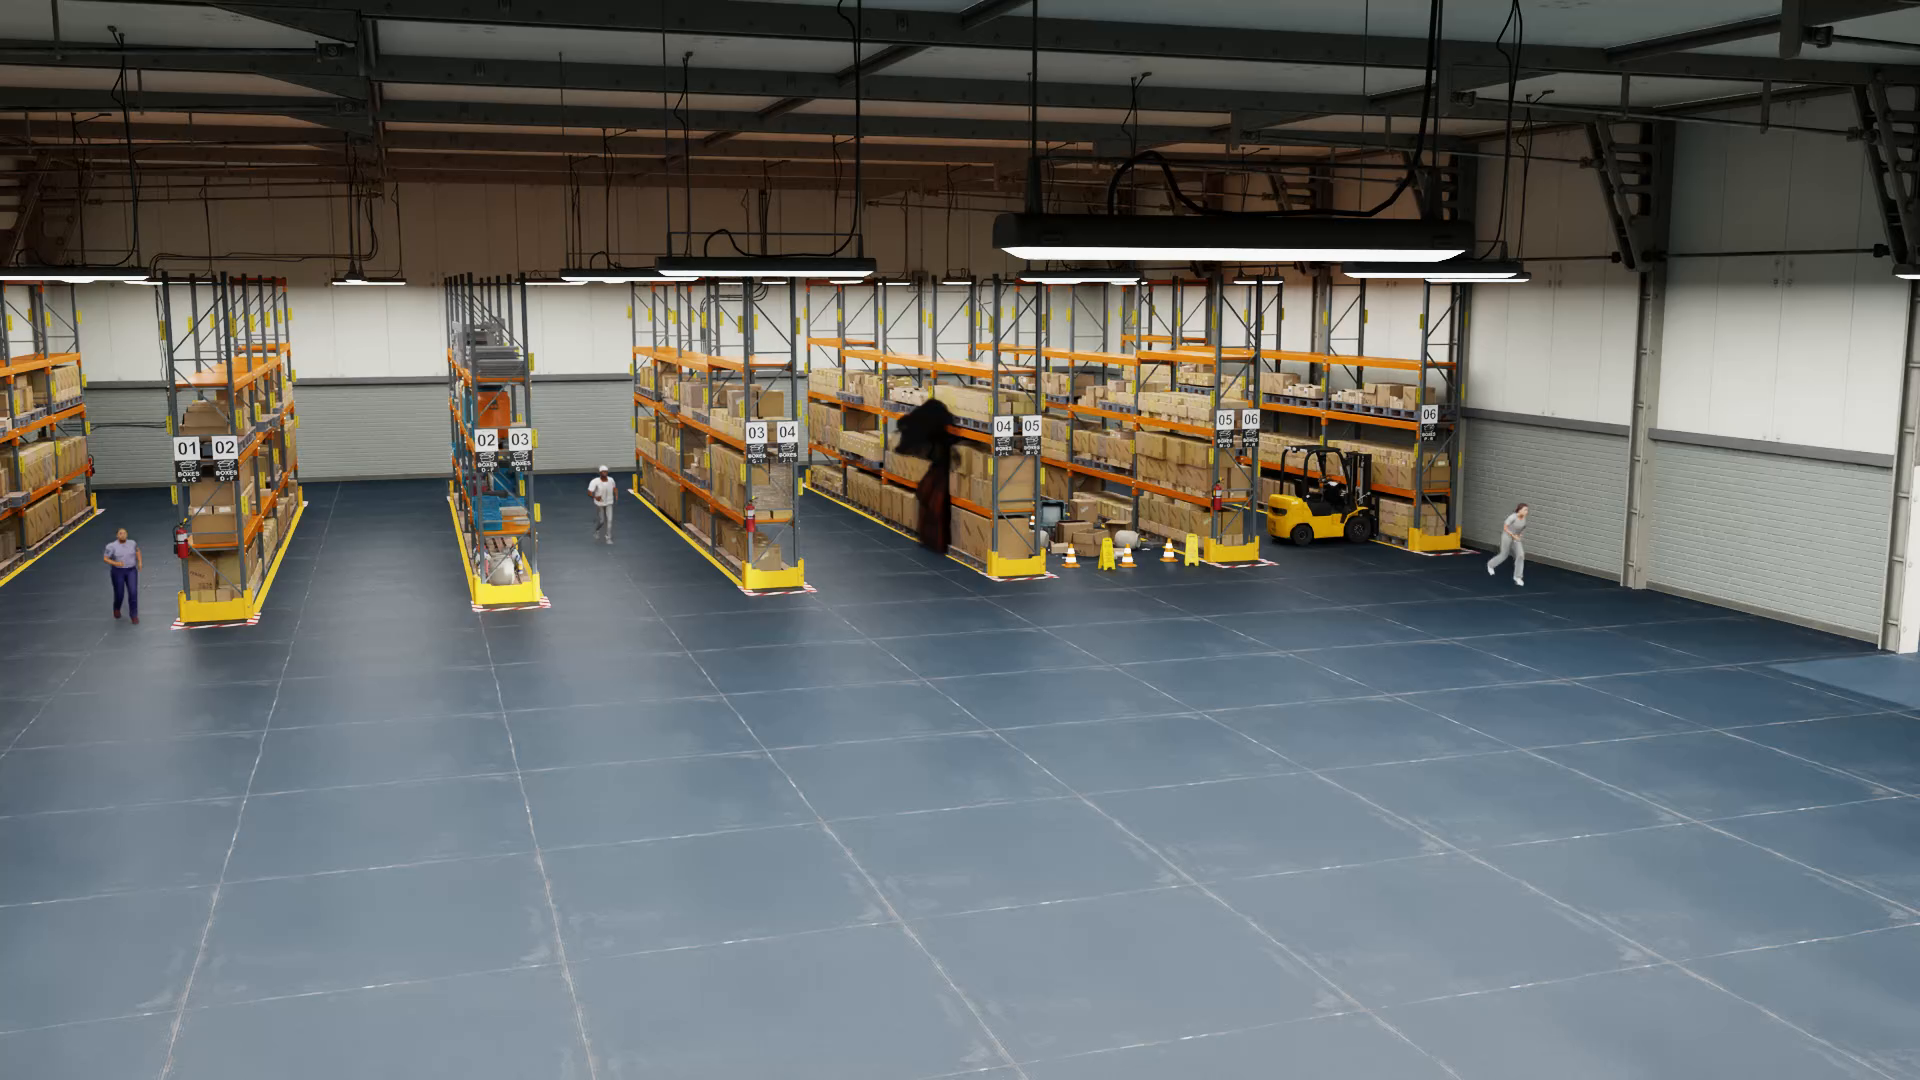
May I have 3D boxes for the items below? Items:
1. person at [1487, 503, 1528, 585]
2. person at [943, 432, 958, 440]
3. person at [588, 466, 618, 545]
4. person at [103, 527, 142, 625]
[{"bbox_3d":[10.779,0.033,32.707,0.600,1.624,1.004,-5,10,-31],"label":"person"},{"bbox_3d":[-0.268,-3.006,52.284,0.717,1.745,0.627,-7,11,-38],"label":"person"},{"bbox_3d":[-8.053,-0.804,37.592,0.725,1.767,0.824,-5,10,-31],"label":"person"},{"bbox_3d":[-14.419,0.604,28.685,0.622,1.682,0.826,-7,11,-38],"label":"person"}]
